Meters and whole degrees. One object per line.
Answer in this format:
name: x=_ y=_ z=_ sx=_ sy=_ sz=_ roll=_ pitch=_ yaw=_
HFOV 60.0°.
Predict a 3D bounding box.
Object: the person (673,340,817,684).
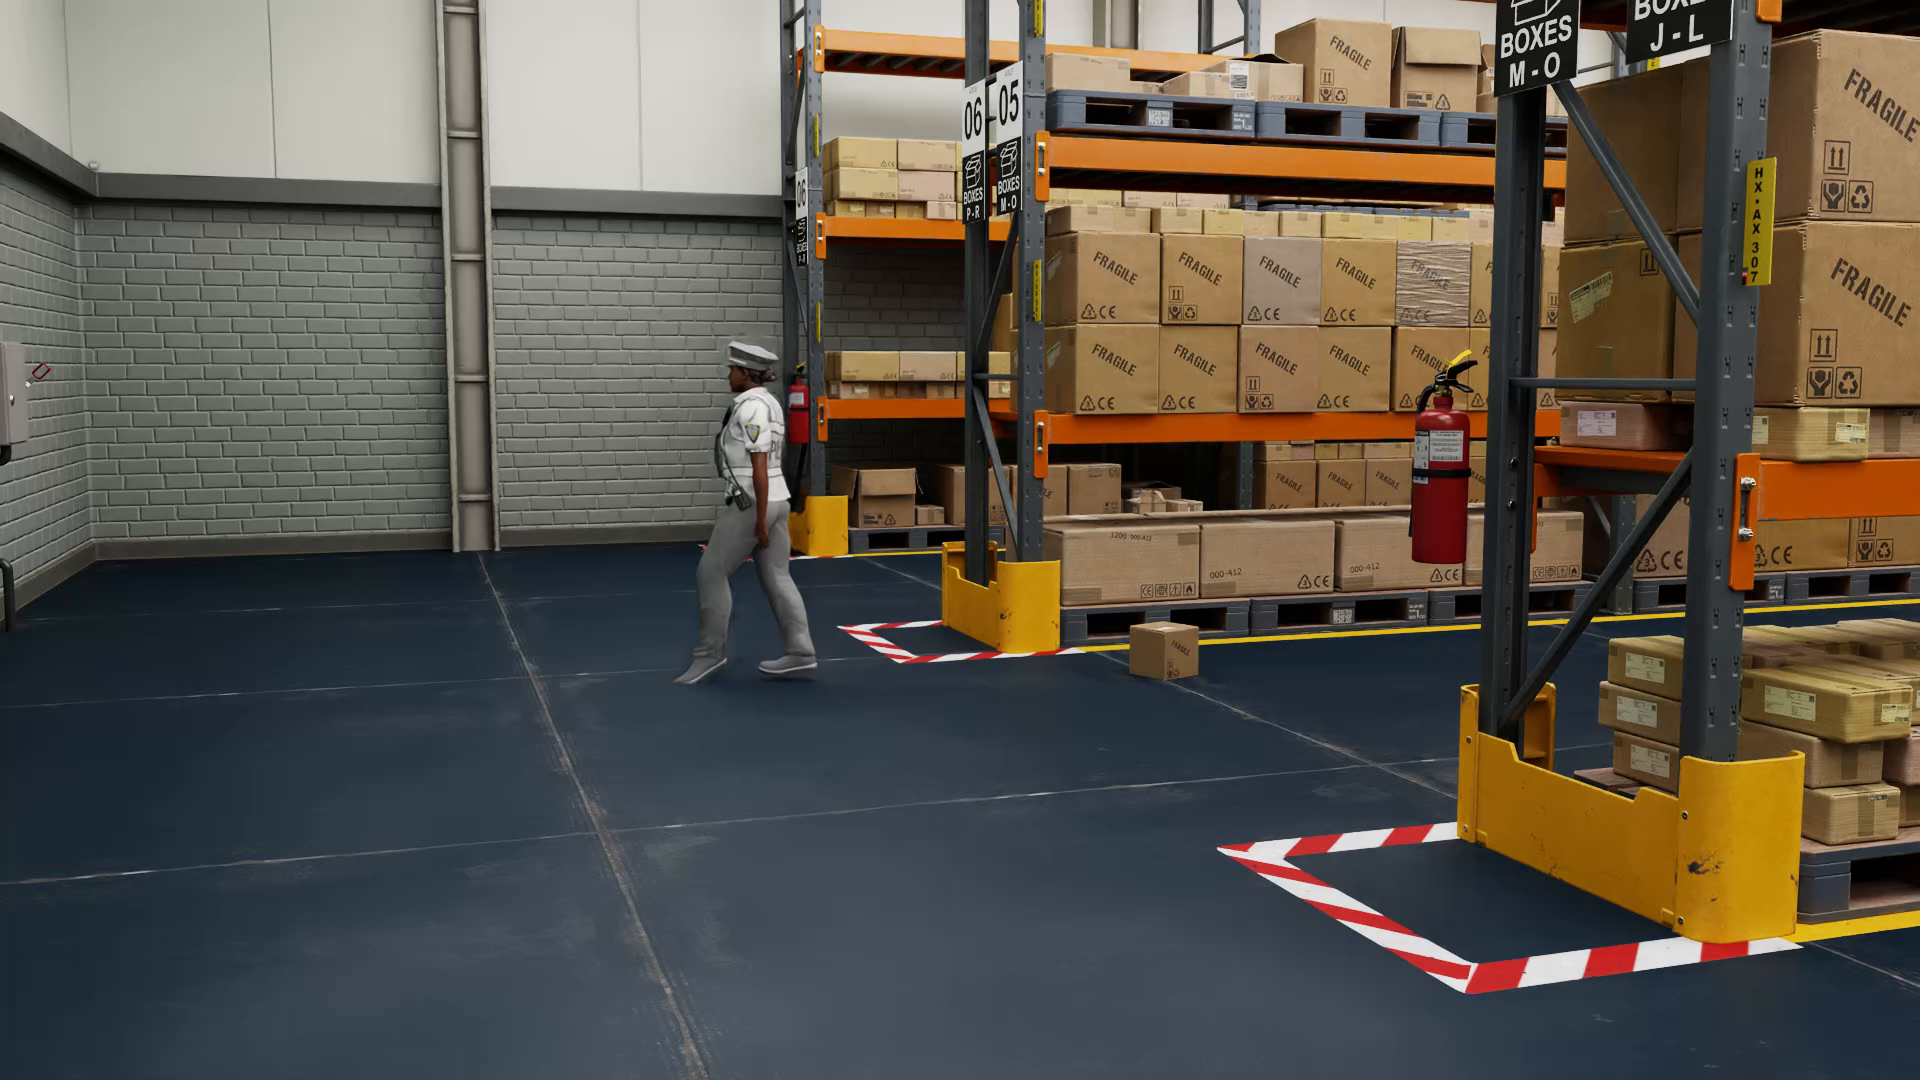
person: x=-1.060 y=-0.126 z=8.316 sx=0.696 sy=1.724 sz=0.477 roll=1 pitch=6 yaw=8
